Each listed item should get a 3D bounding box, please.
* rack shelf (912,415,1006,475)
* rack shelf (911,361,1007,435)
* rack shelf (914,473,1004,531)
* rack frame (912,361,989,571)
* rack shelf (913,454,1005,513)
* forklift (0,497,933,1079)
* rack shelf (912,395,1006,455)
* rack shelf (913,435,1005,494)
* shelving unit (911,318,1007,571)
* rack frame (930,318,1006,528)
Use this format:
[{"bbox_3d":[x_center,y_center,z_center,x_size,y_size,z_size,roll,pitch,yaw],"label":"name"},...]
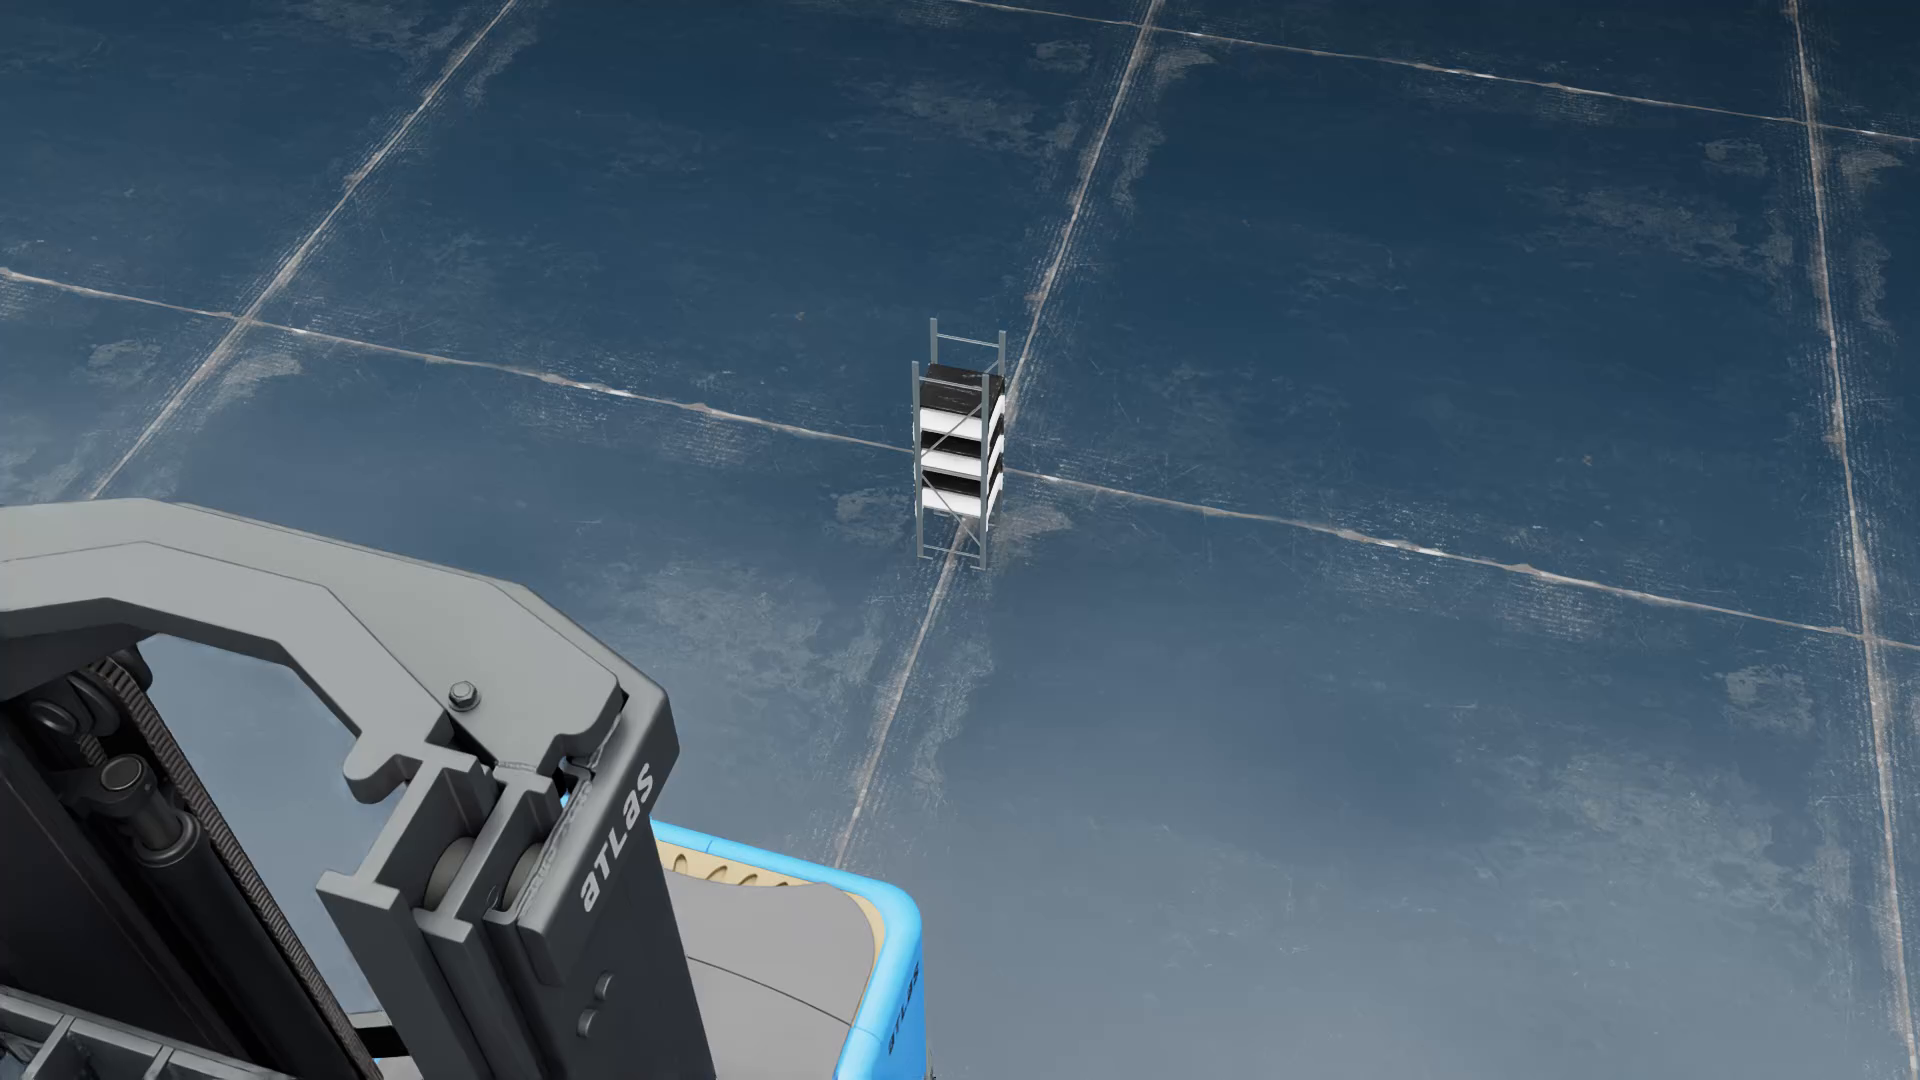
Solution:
[{"bbox_3d":[-0.002,-0.329,5.365,0.258,0.077,0.200,12,50,10],"label":"rack shelf"},{"bbox_3d":[-0.002,-0.449,5.230,0.258,0.077,0.200,12,50,10],"label":"rack shelf"},{"bbox_3d":[-0.002,-0.151,5.567,0.258,0.077,0.200,12,50,10],"label":"rack shelf"},{"bbox_3d":[-0.029,-0.218,5.343,0.240,0.900,0.006,12,50,10],"label":"rack frame"},{"bbox_3d":[-0.002,-0.210,5.500,0.258,0.077,0.200,12,50,10],"label":"rack shelf"},{"bbox_3d":[-0.983,1.468,2.499,1.130,2.935,3.031,13,50,11],"label":"forklift"},{"bbox_3d":[-0.002,-0.389,5.297,0.258,0.077,0.200,12,50,10],"label":"rack shelf"},{"bbox_3d":[-0.002,-0.270,5.432,0.258,0.077,0.200,12,50,10],"label":"rack shelf"},{"bbox_3d":[-0.002,-0.292,5.407,0.258,0.900,0.210,12,50,10],"label":"shelving unit"},{"bbox_3d":[0.025,-0.365,5.472,0.240,0.900,0.006,12,50,10],"label":"rack frame"}]
